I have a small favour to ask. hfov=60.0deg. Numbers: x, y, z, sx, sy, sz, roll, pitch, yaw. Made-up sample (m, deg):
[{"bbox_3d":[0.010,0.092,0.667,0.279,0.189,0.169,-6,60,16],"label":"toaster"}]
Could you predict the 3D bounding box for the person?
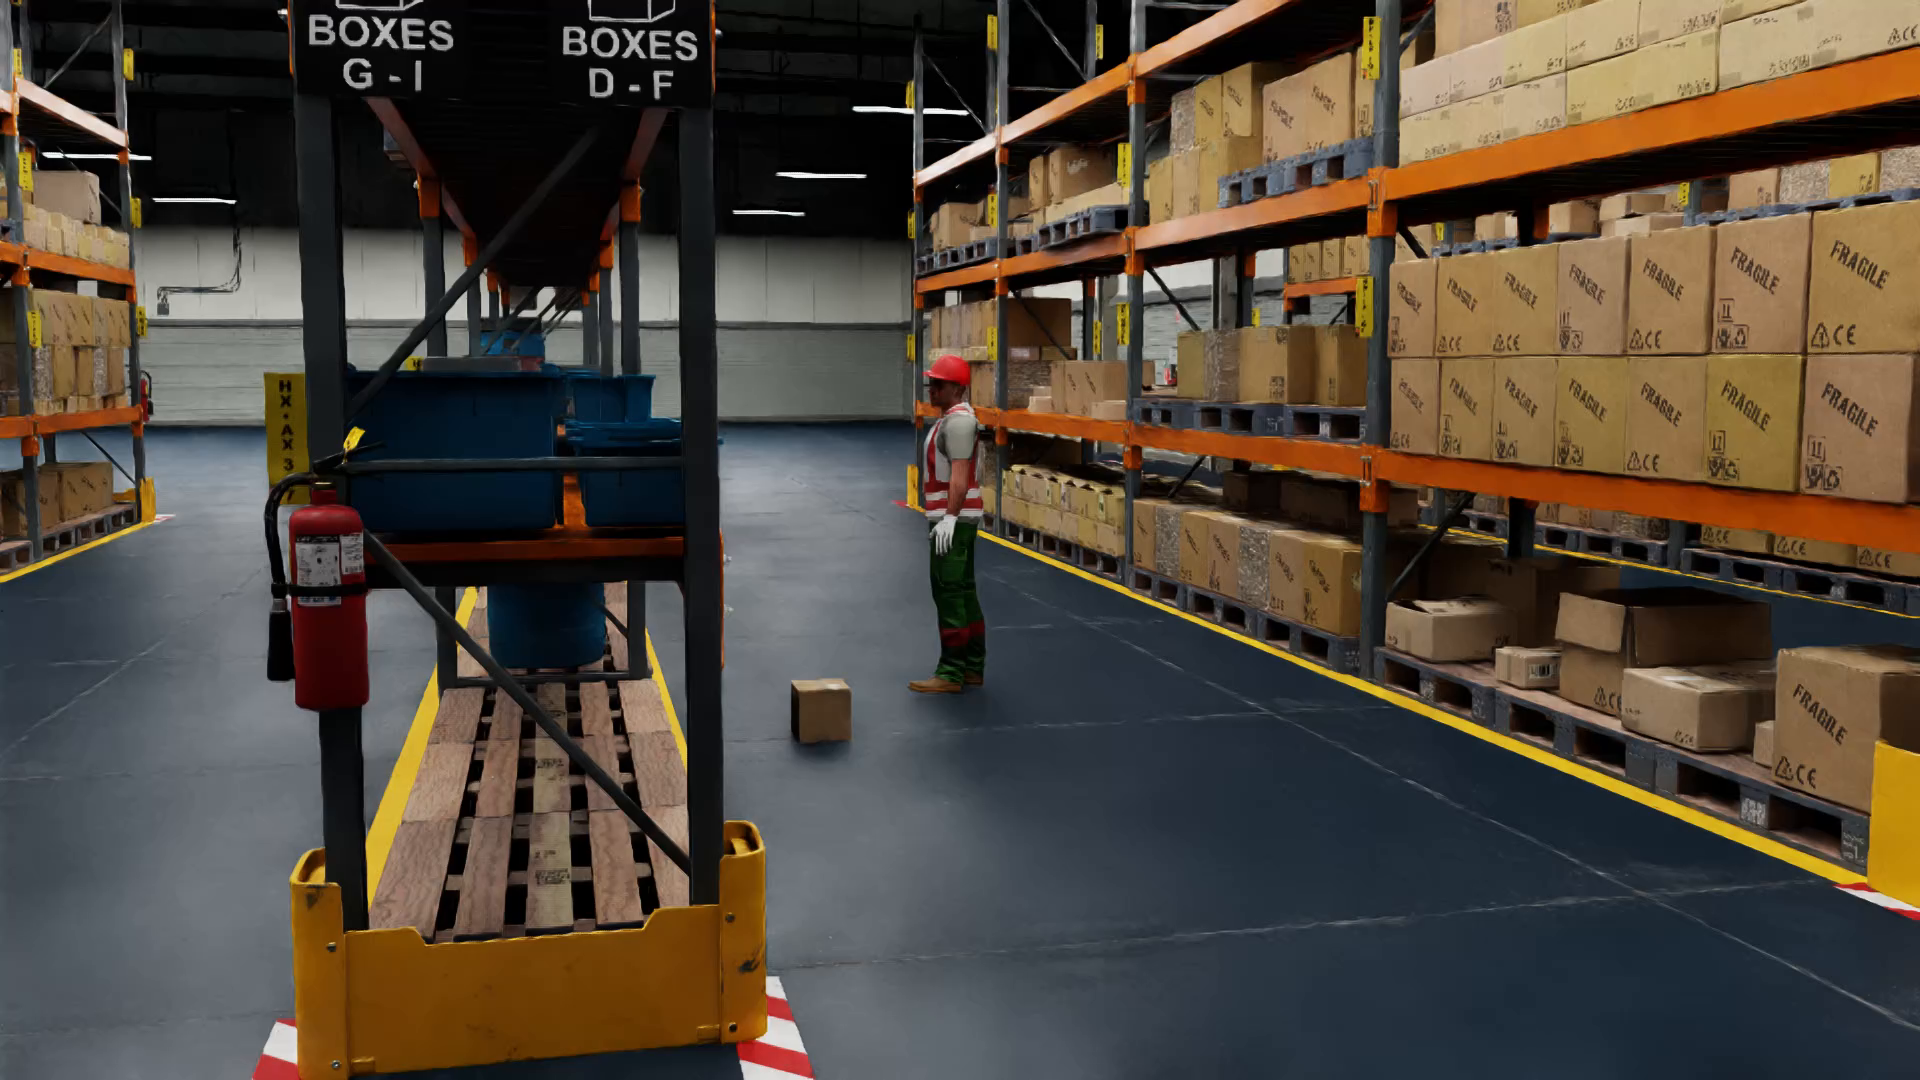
[{"bbox_3d":[-0.067,-0.090,8.863,0.414,1.791,0.622,0,6,1],"label":"person"}]
